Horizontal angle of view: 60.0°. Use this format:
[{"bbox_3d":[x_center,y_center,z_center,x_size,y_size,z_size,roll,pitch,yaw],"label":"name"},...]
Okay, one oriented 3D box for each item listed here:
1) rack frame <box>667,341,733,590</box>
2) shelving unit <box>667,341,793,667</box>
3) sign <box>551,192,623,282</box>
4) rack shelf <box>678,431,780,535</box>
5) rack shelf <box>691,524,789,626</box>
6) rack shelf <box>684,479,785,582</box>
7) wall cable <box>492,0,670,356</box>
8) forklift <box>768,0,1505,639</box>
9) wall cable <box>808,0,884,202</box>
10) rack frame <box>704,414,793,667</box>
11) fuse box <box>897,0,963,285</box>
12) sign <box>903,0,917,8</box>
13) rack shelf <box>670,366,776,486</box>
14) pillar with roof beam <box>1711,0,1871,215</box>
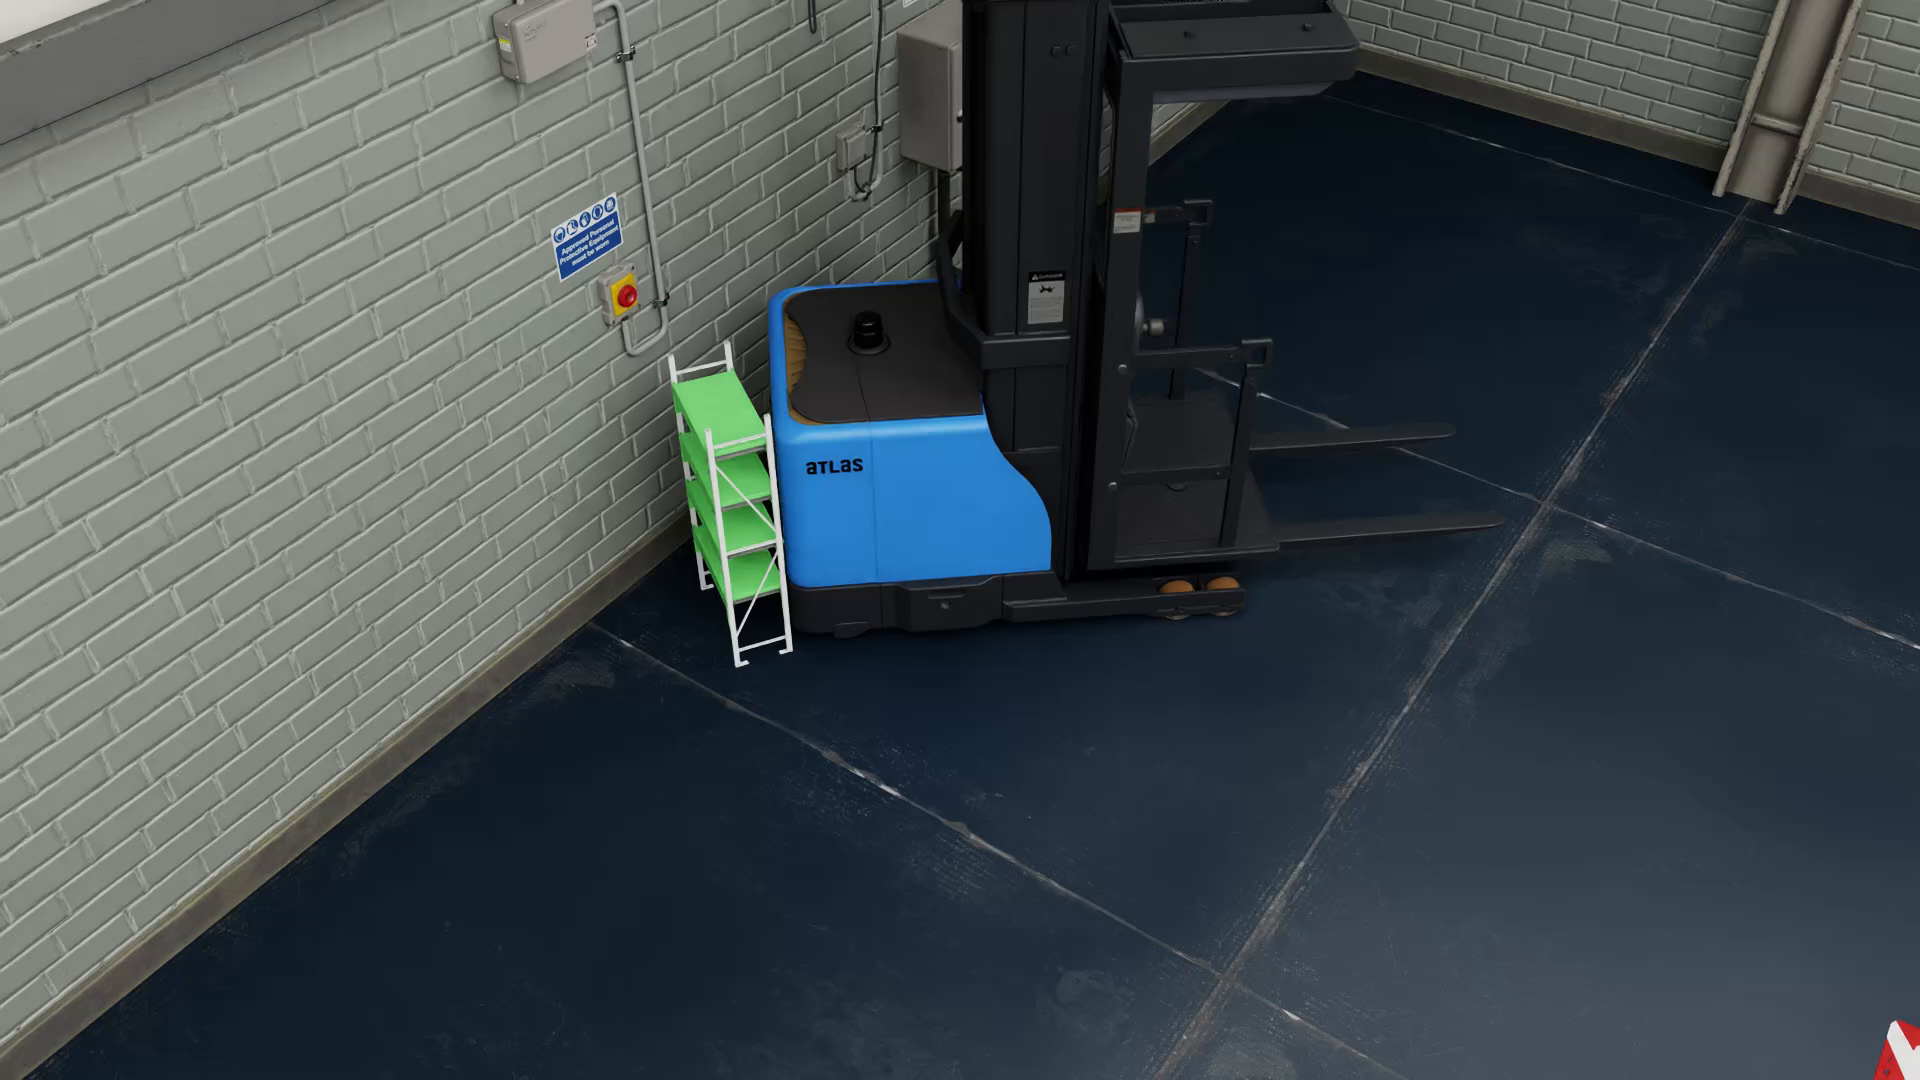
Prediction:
[{"bbox_3d":[-0.982,-0.270,6.652,0.240,1.200,0.015,-16,44,-17],"label":"rack frame"},{"bbox_3d":[-0.887,-0.120,6.485,0.258,1.200,0.503,-16,44,-17],"label":"shelving unit"},{"bbox_3d":[-1.348,-1.098,6.025,0.001,0.218,0.327,25,48,25],"label":"sign"},{"bbox_3d":[-0.887,-0.252,6.367,0.258,0.148,0.480,-16,44,-17],"label":"rack shelf"},{"bbox_3d":[-0.887,0.106,6.687,0.258,0.148,0.480,-16,44,-17],"label":"rack shelf"},{"bbox_3d":[-0.887,-0.073,6.527,0.258,0.148,0.480,-16,44,-17],"label":"rack shelf"},{"bbox_3d":[-1.270,-1.391,5.769,0.123,1.953,0.585,25,48,25],"label":"wall cable"},{"bbox_3d":[0.756,-1.111,6.294,3.031,2.935,1.130,-4,42,-5],"label":"forklift"},{"bbox_3d":[-0.465,-2.158,6.650,0.122,1.984,0.588,25,48,25],"label":"wall cable"},{"bbox_3d":[-0.792,0.029,6.317,0.240,1.200,0.015,-16,44,-17],"label":"rack frame"},{"bbox_3d":[0.056,-1.611,7.767,0.414,1.711,0.539,25,48,25],"label":"fuse box"},{"bbox_3d":[-0.146,-2.448,7.117,0.001,0.242,0.339,25,48,25],"label":"sign"},{"bbox_3d":[-0.887,-0.431,6.207,0.258,0.148,0.480,-16,44,-17],"label":"rack shelf"},{"bbox_3d":[2.045,-2.975,3.827,0.400,9.000,9.100,25,48,25],"label":"pillar with roof beam"}]
